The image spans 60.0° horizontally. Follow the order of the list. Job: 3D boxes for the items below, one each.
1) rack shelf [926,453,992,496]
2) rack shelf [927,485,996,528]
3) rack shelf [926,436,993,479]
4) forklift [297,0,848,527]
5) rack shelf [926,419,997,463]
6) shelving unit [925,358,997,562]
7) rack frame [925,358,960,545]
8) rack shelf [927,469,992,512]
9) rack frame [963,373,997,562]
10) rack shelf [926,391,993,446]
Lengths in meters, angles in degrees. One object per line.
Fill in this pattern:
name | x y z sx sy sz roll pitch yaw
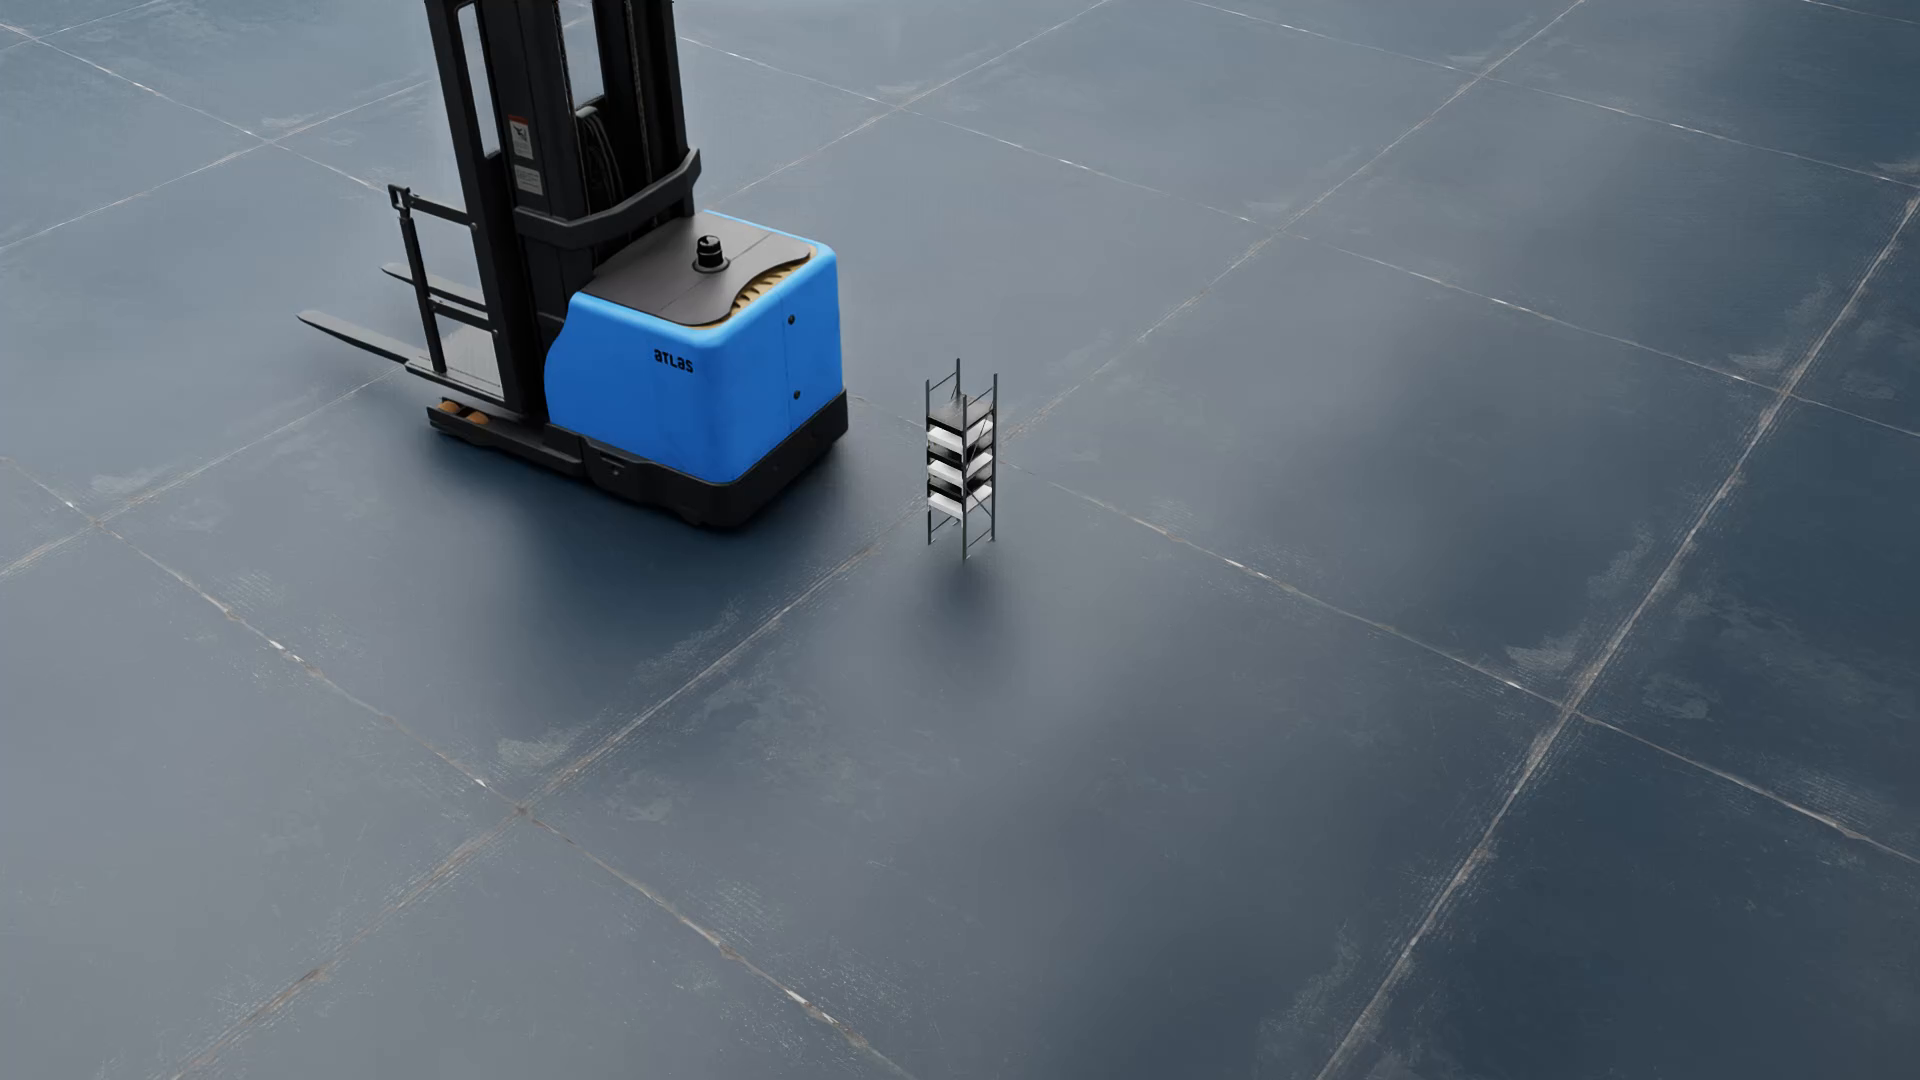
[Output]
rack shelf | 0.006 -0.325 7.489 0.200 0.077 0.258 25 45 29
rack shelf | 0.006 -0.183 7.600 0.200 0.077 0.258 25 45 29
rack shelf | 0.006 -0.396 7.434 0.200 0.077 0.258 25 45 29
forklift | -2.092 -1.886 7.782 3.031 2.935 1.130 20 42 24
rack shelf | 0.006 -0.467 7.378 0.200 0.077 0.258 25 45 29
shelving unit | 0.006 -0.351 7.469 0.210 0.900 0.258 25 45 29
rack frame | -0.074 -0.389 7.517 0.006 0.900 0.240 25 45 29
rack shelf | 0.006 -0.254 7.545 0.200 0.077 0.258 25 45 29
rack frame | 0.087 -0.313 7.420 0.006 0.900 0.240 25 45 29
rack shelf | 0.006 -0.538 7.323 0.200 0.077 0.258 25 45 29
